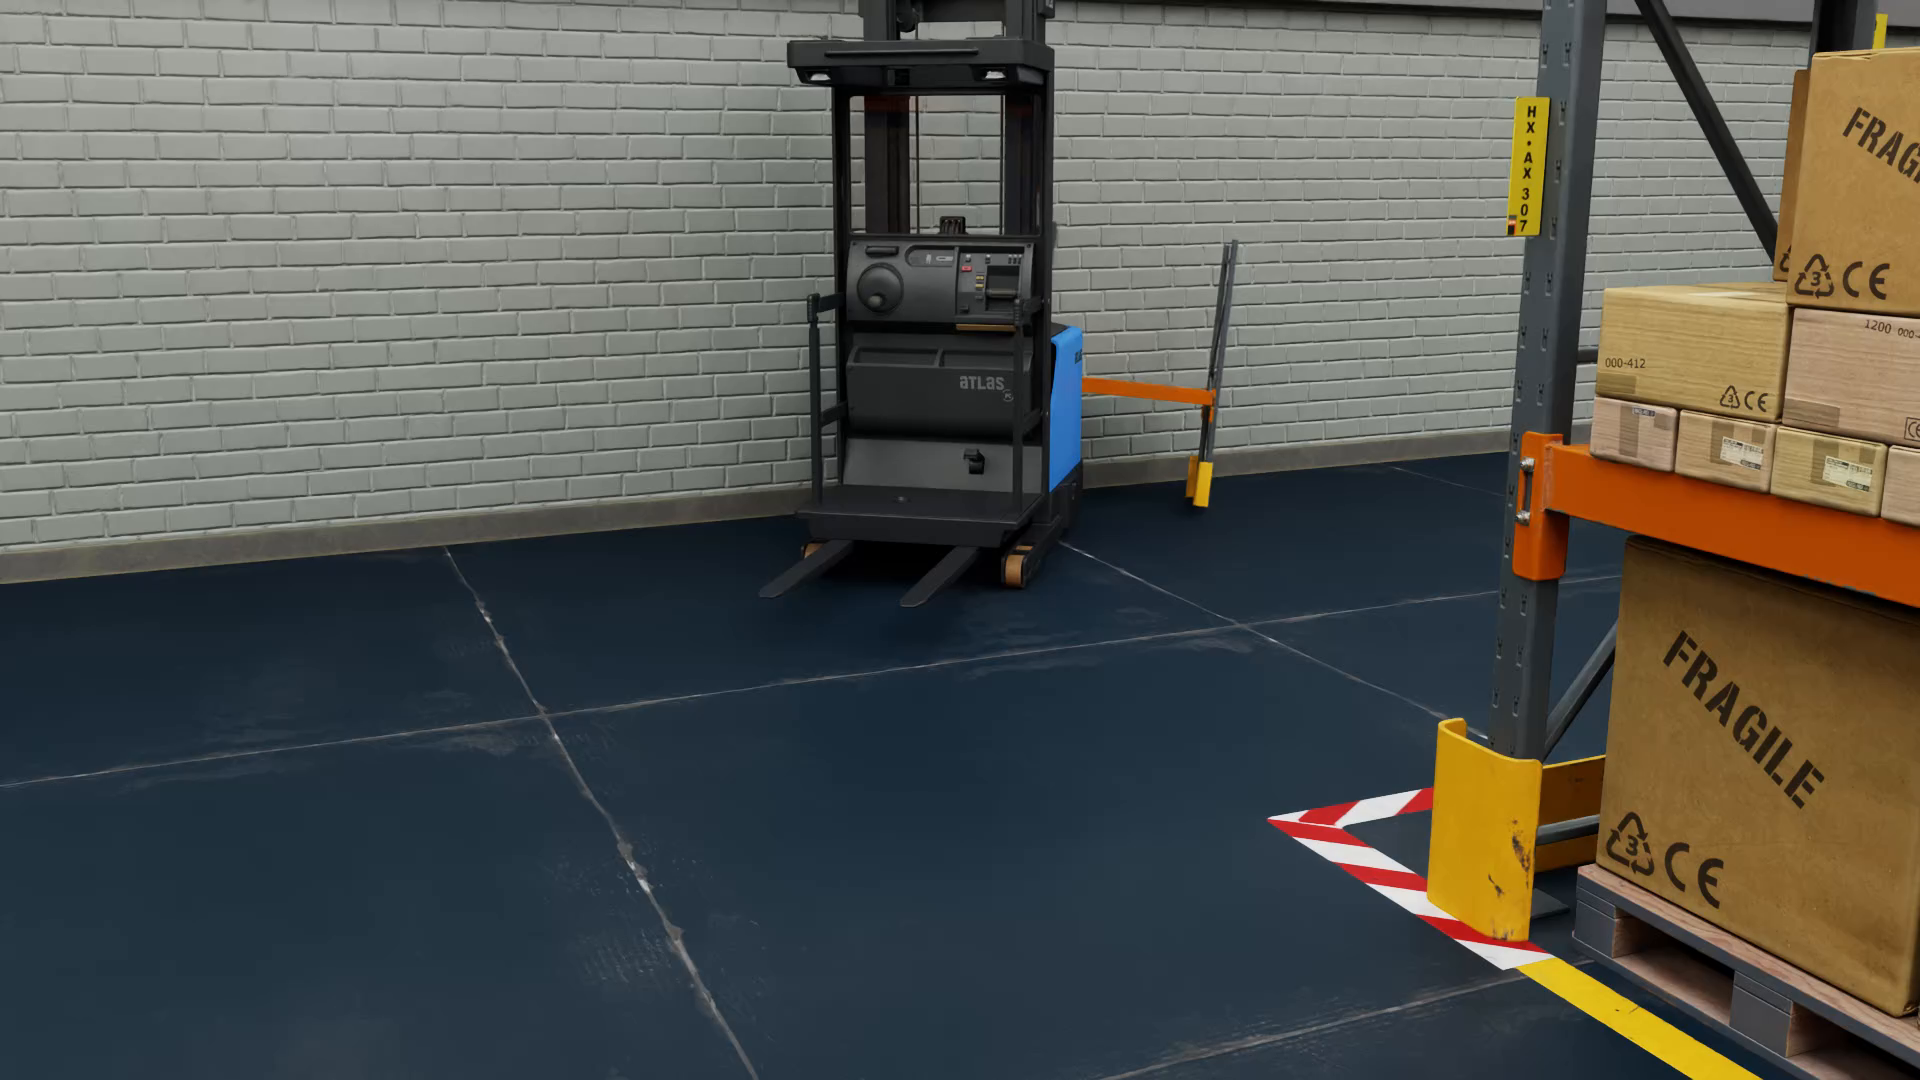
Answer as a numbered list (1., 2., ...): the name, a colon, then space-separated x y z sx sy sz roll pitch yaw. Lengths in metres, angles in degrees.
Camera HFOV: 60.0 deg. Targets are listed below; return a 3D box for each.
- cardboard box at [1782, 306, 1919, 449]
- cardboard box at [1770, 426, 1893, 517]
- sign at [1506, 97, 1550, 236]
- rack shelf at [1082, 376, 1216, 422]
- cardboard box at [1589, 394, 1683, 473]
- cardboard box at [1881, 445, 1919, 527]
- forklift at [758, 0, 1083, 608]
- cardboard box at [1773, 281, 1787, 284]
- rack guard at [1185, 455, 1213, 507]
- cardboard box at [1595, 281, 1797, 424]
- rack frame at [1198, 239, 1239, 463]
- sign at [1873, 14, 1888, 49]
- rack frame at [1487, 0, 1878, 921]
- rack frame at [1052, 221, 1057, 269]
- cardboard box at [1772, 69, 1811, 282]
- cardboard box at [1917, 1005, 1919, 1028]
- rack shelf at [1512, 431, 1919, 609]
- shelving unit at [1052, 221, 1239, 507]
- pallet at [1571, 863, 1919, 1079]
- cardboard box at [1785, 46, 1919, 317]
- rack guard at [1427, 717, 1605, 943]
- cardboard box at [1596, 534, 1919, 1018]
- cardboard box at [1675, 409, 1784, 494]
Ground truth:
1. cardboard box: 2.042 -0.332 3.324 0.500 0.250 0.500 -6 14 -24
2. cardboard box: 1.930 -0.159 3.462 0.380 0.149 0.250 -6 14 -24
3. sign: 1.372 -0.902 4.018 0.100 0.325 0.005 -6 14 -23
4. rack shelf: 0.952 -0.840 9.651 1.000 0.185 0.538 6 7 2
5. cardboard box: 1.723 -0.265 3.919 0.380 0.149 0.250 -5 14 -22
6. cardboard box: 2.035 -0.105 3.230 0.380 0.149 0.250 -6 14 -24
7. forklift: -0.149 -1.291 7.947 1.130 2.935 3.031 3 13 13
8. cardboard box: 2.320 -0.486 3.990 0.500 0.250 0.500 -6 14 -24
9. rack guard: 1.391 -0.347 9.683 0.087 0.250 0.587 6 7 2
10. cardboard box: 1.828 -0.439 3.786 0.500 0.250 0.500 -6 14 -24
11. rack frame: 1.475 -0.962 9.608 0.032 1.500 0.500 6 7 2
12. sign: 2.386 -1.216 4.378 0.100 0.325 0.005 -6 14 -23
13. rack frame: 1.883 -0.490 4.336 1.000 3.000 0.127 -6 14 -23
14. rack frame: 0.465 -1.073 9.651 0.032 1.500 0.500 6 7 2
15. cardboard box: 2.319 -0.851 3.903 0.500 0.500 0.500 -5 14 -22
16. cardboard box: 2.577 0.653 3.176 0.875 0.875 0.875 -6 14 -23
17. rack shelf: 2.684 0.273 2.632 1.077 0.370 4.000 -6 14 -23
18. shelving unit: 0.961 -1.019 9.630 1.083 1.500 0.587 6 7 2
19. pallet: 2.275 1.026 3.967 1.003 0.211 1.213 -6 14 -23
20. cardboard box: 2.028 -0.701 3.255 0.500 0.500 0.500 -6 14 -24
21. rack guard: 1.873 0.722 4.639 1.175 0.500 0.348 -6 14 -23
22. cardboard box: 2.213 0.465 3.988 0.875 0.875 0.875 -6 14 -23
23. cardboard box: 1.827 -0.212 3.690 0.380 0.149 0.250 -6 14 -24
